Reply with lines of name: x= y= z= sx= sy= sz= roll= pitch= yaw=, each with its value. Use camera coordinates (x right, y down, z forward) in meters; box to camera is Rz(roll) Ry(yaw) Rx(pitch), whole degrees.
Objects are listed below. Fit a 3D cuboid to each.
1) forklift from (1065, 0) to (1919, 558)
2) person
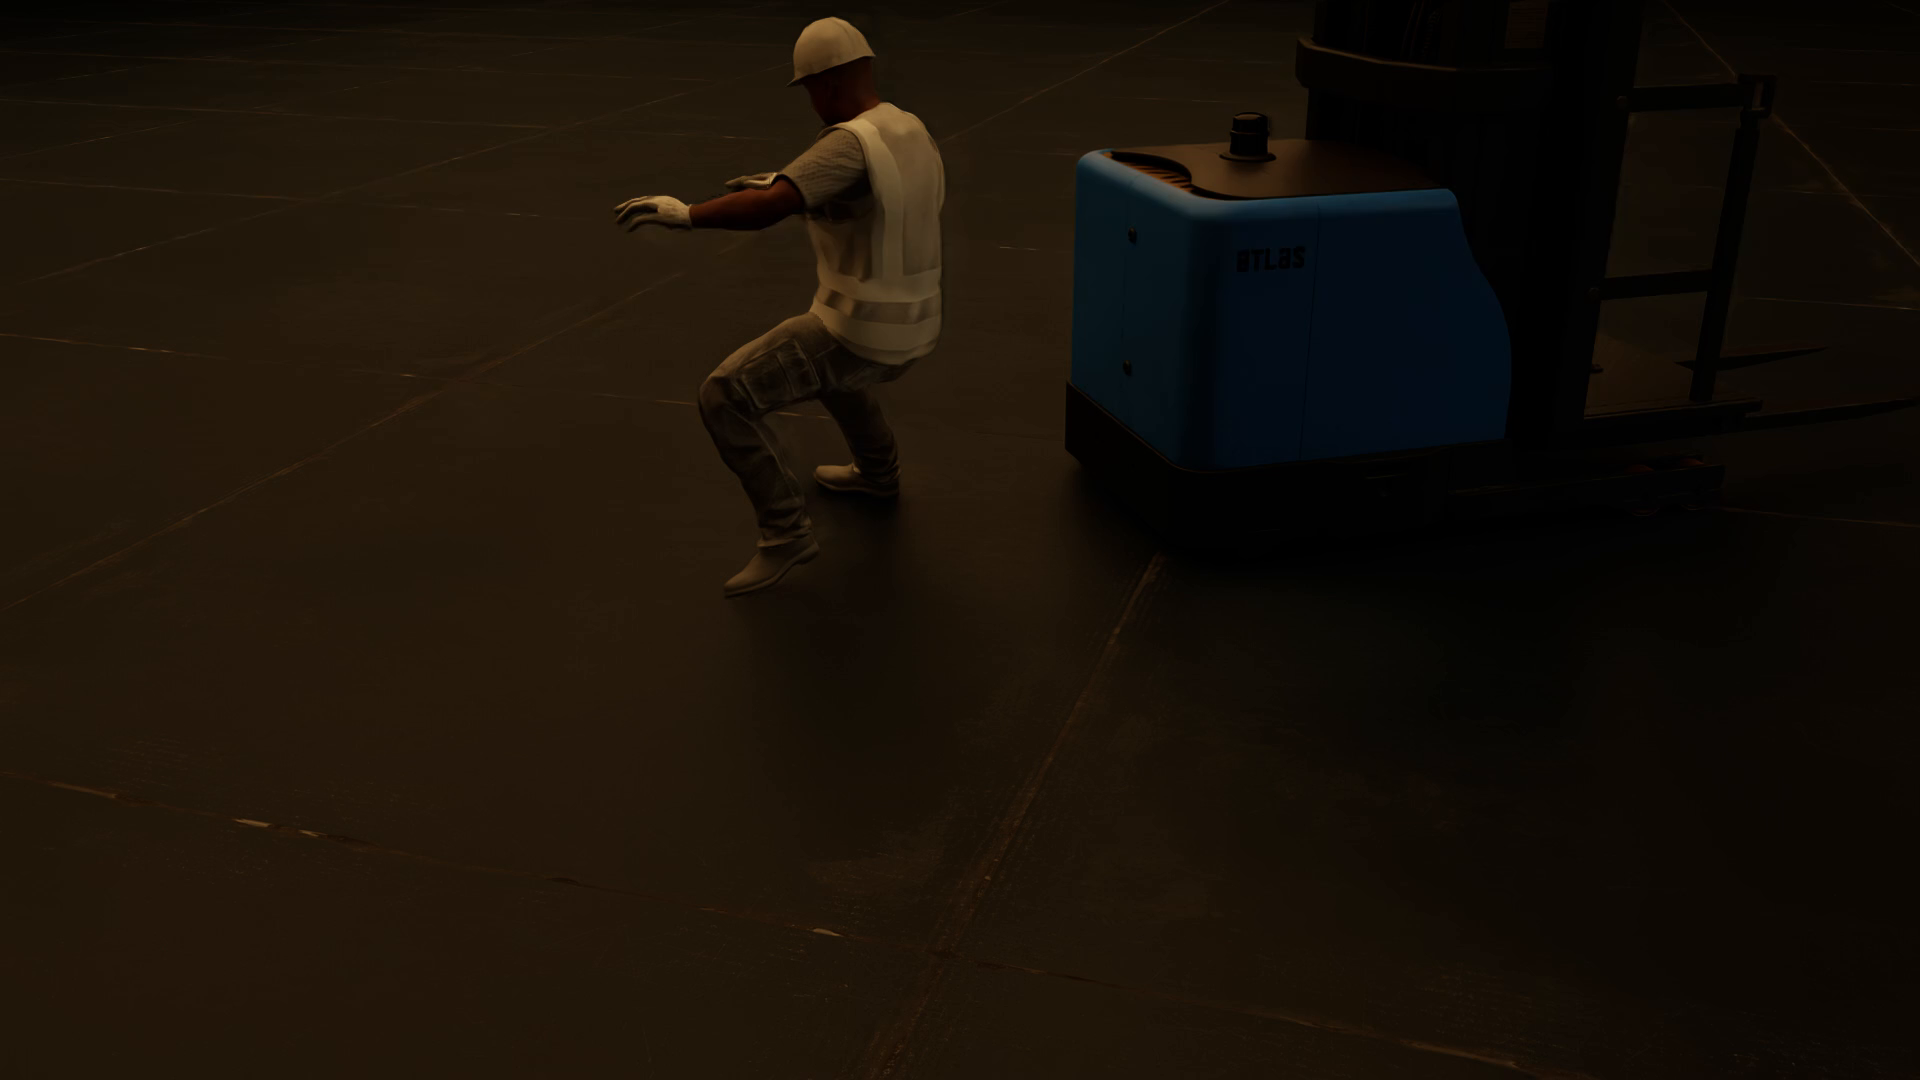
forklift: x=1.935 y=-1.612 z=5.184 sx=3.031 sy=2.935 sz=1.130 roll=-7 pitch=23 yaw=-16
person: x=-0.436 y=-0.695 z=4.785 sx=0.760 sy=1.547 sz=1.080 roll=10 pitch=25 yaw=23
